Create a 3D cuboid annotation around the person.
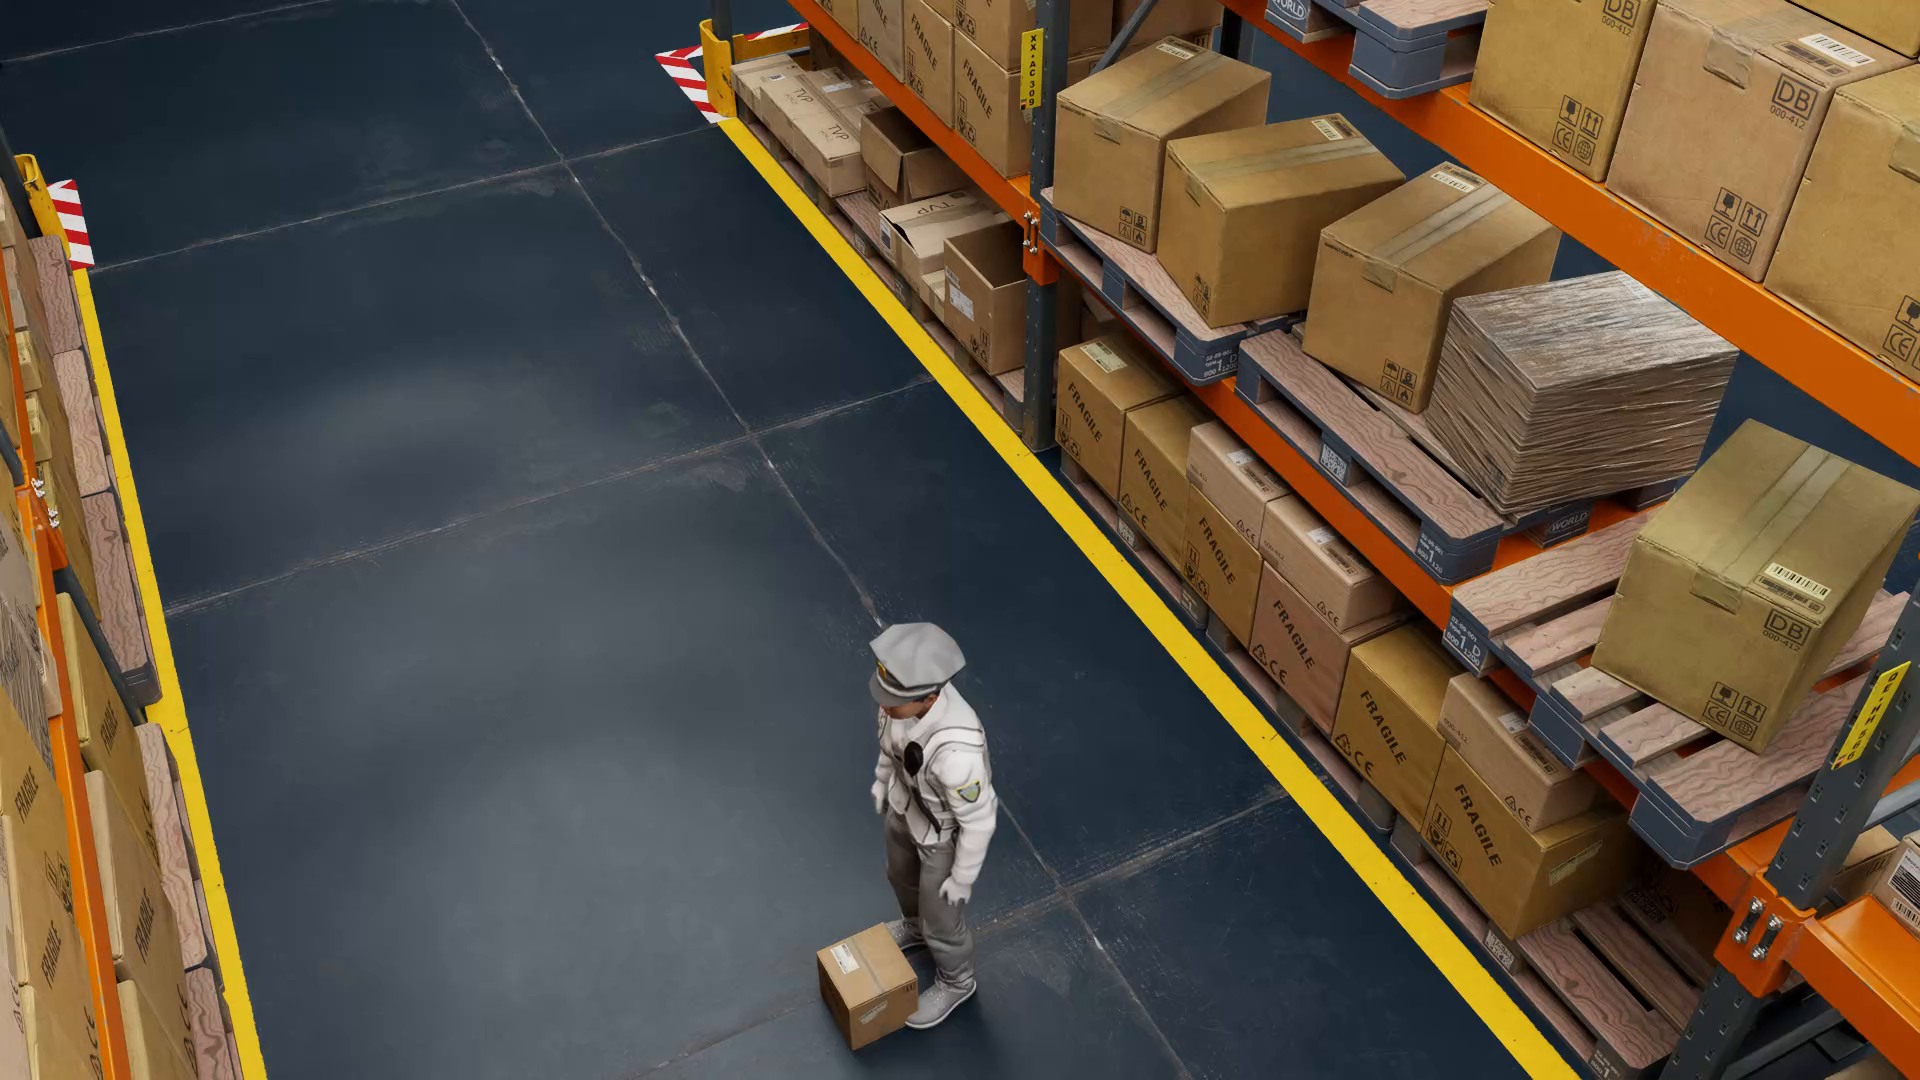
[{"bbox_3d":[-0.093,0.884,5.155,0.370,1.667,0.547,-21,46,-22],"label":"person"}]
